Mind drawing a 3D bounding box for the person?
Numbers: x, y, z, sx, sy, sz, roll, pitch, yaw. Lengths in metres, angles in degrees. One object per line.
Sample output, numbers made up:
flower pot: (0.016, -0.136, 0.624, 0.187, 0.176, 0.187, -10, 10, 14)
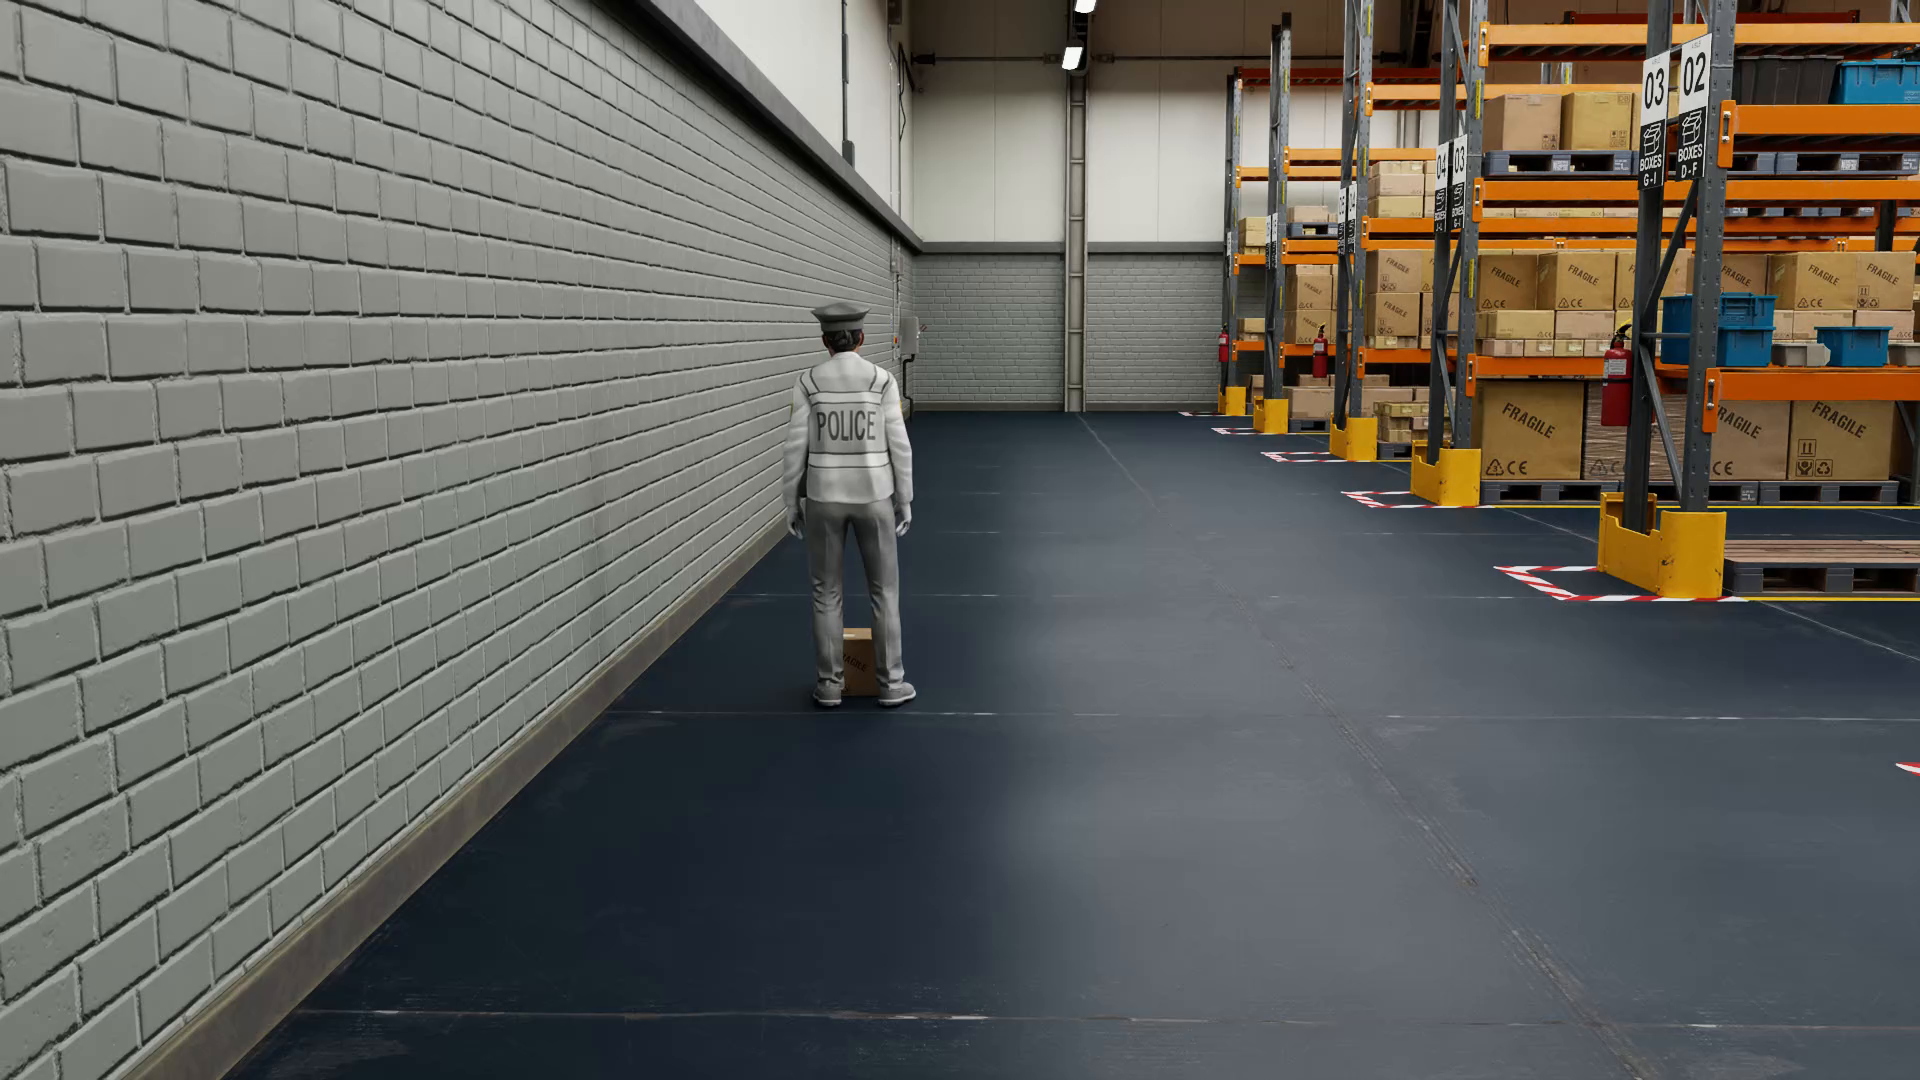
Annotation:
person: (-0.458, -0.143, 6.867, 0.546, 1.665, 0.373, 0, 7, -2)
